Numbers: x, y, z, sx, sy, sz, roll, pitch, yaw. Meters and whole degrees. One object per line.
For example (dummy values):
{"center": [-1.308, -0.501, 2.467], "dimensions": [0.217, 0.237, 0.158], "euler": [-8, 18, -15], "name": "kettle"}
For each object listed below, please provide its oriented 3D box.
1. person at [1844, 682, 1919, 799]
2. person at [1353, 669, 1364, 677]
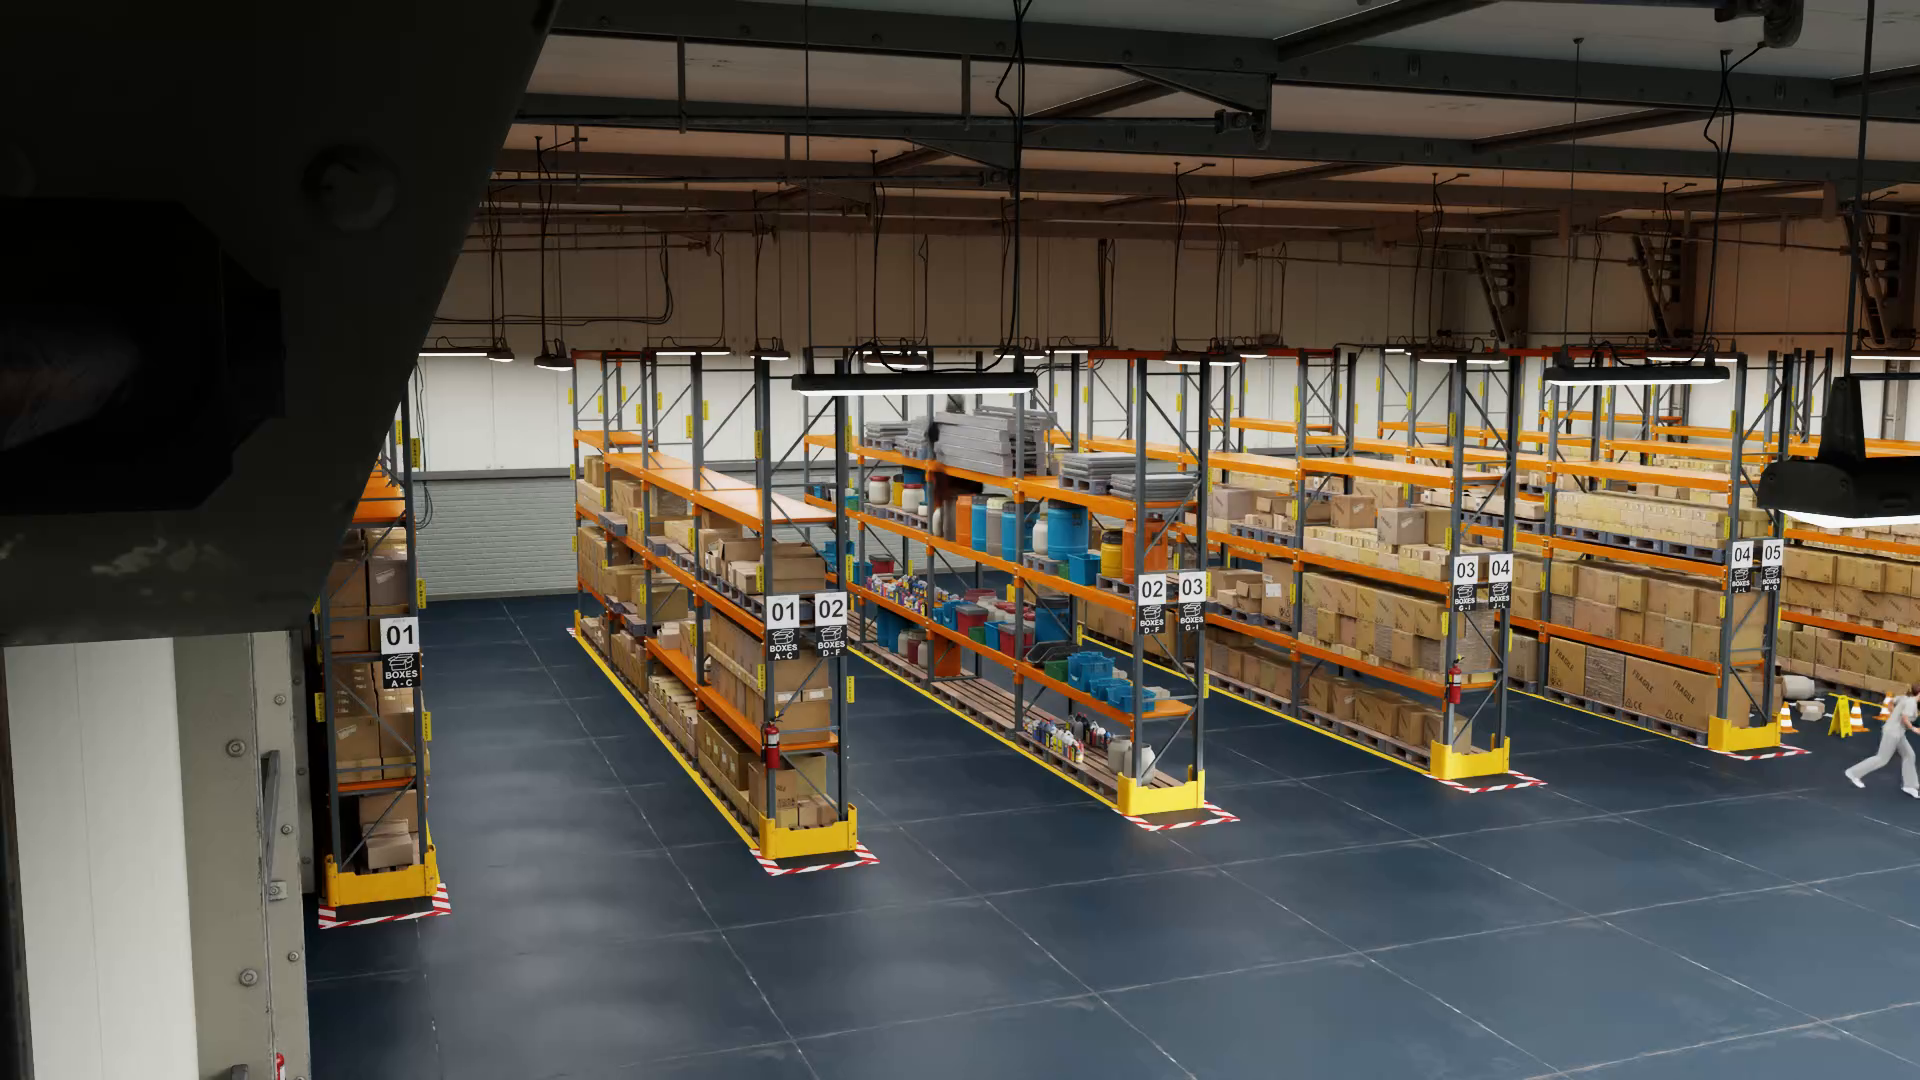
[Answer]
{"center": [12.742, 2.727, 22.845], "dimensions": [1.005, 1.624, 0.601], "euler": [2, 7, 15], "name": "person"}
{"center": [7.436, 1.710, 30.784], "dimensions": [0.650, 1.655, 0.740], "euler": [-3, 8, -25], "name": "person"}
